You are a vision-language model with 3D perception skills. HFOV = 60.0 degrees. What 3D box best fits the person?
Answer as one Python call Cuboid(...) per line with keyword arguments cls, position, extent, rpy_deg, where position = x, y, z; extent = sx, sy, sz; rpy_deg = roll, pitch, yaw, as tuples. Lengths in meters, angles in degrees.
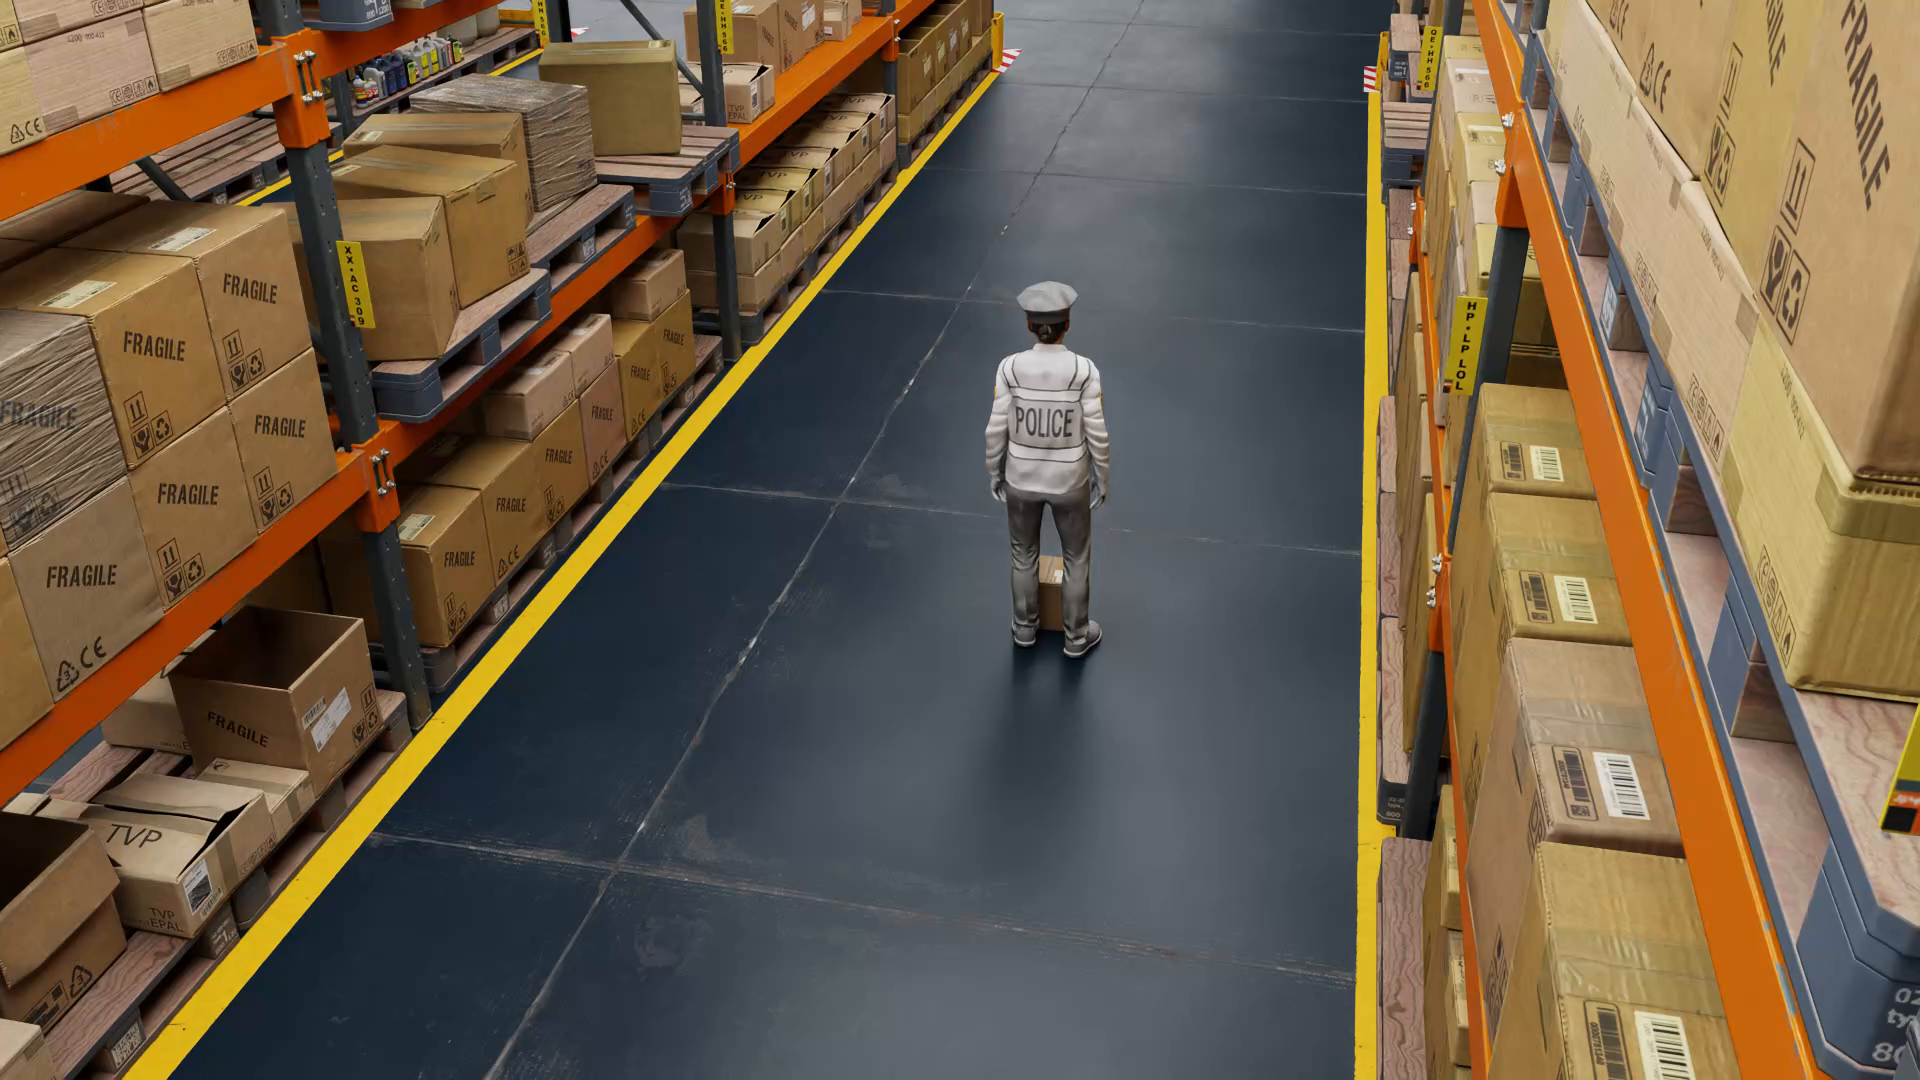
Cuboid(cls="person", position=(0.375, -0.268, 7.105), extent=(0.530, 1.663, 0.412), rpy_deg=(5, 29, 8))
